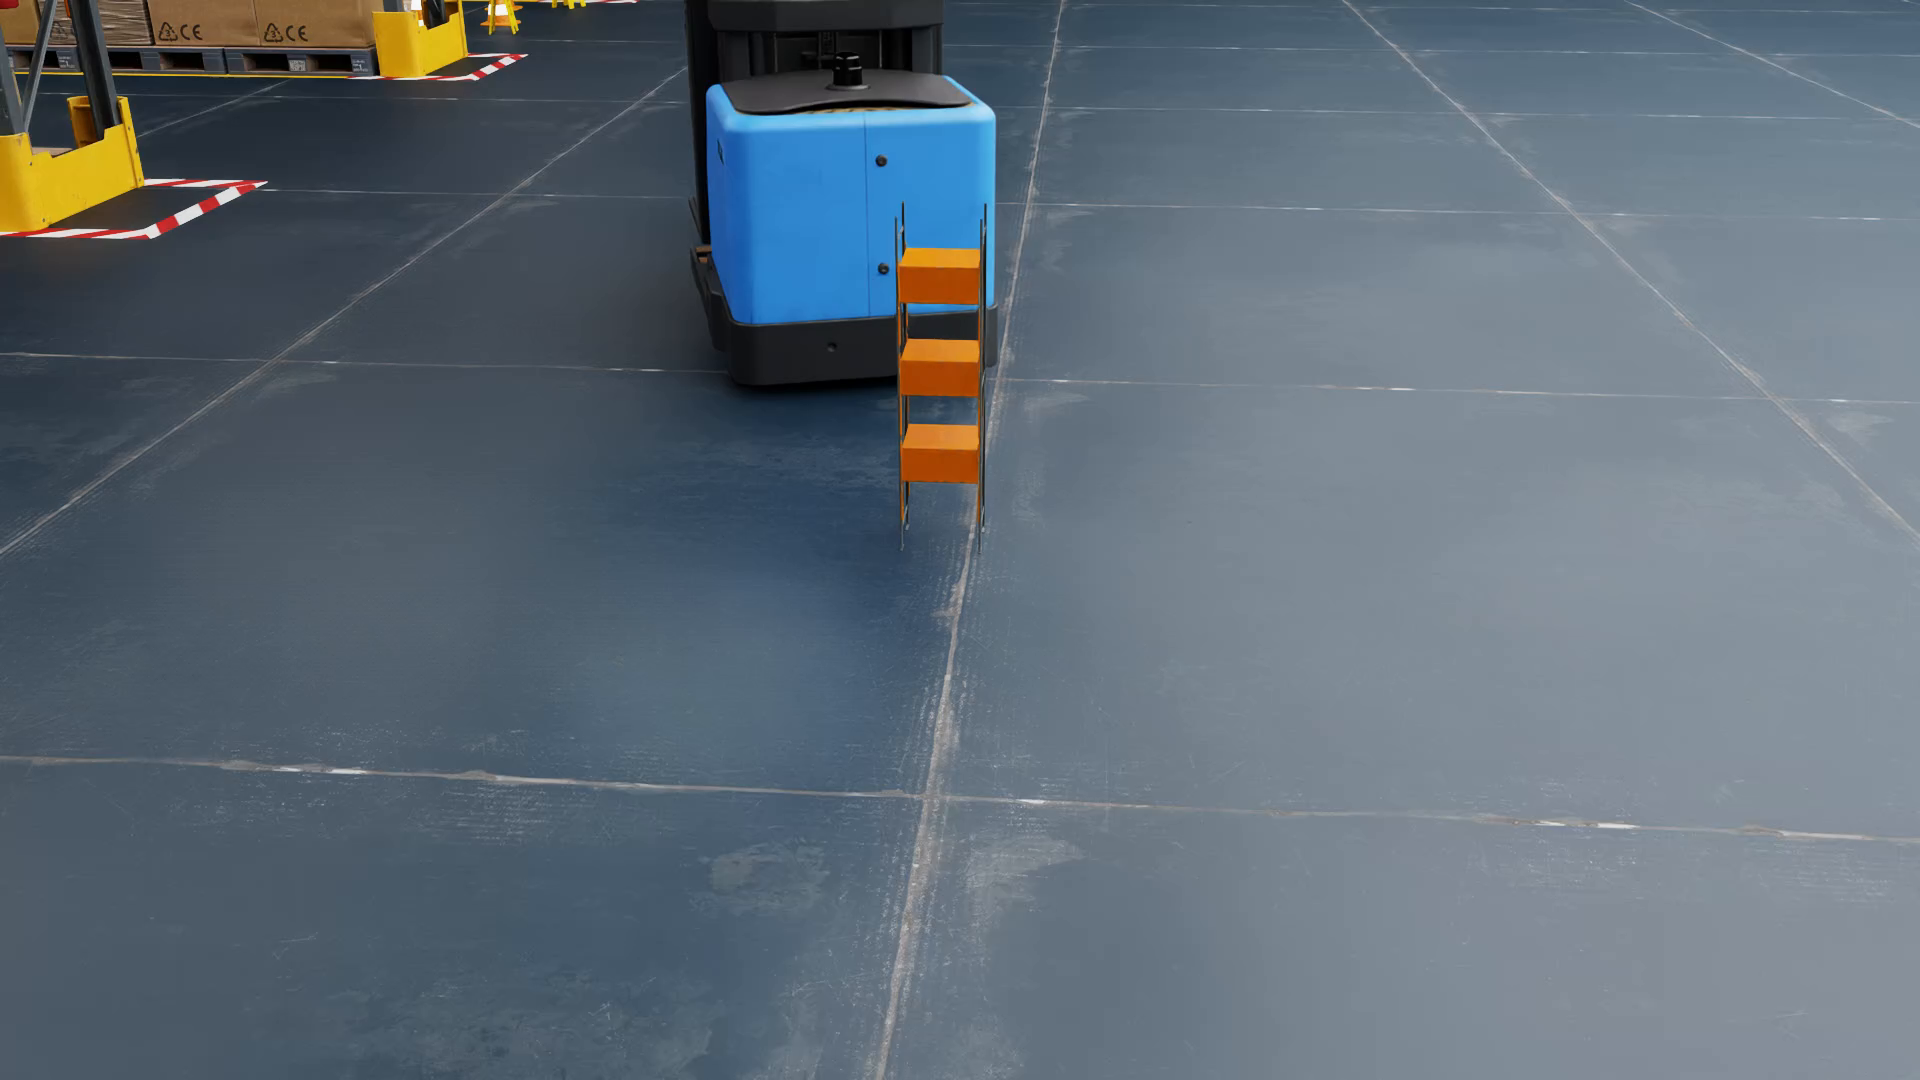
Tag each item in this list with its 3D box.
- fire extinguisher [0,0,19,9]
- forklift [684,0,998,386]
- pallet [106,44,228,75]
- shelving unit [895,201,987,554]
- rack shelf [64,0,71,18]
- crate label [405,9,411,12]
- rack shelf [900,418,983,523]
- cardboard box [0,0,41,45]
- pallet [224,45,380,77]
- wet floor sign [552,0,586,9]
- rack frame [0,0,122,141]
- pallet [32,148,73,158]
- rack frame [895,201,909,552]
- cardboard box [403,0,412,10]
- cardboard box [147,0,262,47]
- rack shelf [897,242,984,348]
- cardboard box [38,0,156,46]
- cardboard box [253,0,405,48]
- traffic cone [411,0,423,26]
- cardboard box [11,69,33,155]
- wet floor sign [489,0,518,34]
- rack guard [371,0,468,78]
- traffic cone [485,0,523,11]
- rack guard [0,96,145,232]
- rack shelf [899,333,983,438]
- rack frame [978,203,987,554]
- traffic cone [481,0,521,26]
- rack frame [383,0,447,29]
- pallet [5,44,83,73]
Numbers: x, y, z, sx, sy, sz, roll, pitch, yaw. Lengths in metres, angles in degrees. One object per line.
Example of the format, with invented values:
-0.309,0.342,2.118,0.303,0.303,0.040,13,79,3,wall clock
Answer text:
-4.859,-3.003,8.281,0.183,0.674,0.296,2,25,4,fire extinguisher
-0.672,-2.513,7.205,1.130,2.935,3.031,-5,25,-11,forklift
-6.474,-4.064,13.830,1.213,0.211,1.003,2,25,4,pallet
-0.053,-0.479,5.034,0.252,1.050,0.215,2,25,4,shelving unit
-6.932,-2.971,8.979,4.000,0.370,1.077,2,25,4,rack shelf
-5.241,-5.066,16.095,0.298,0.136,0.250,-11,27,-23,crate label
-0.053,-0.217,5.155,0.240,0.259,0.215,2,25,4,rack shelf
-7.824,-4.602,13.703,0.875,0.875,0.875,2,25,5,cardboard box
-5.260,-4.024,13.743,1.213,0.211,1.003,2,25,4,pallet
-4.072,-5.843,17.176,0.232,0.644,0.267,11,27,22,wet floor sign
-4.938,-3.234,8.690,0.127,3.000,1.000,2,25,4,rack frame
-5.821,-2.010,9.366,1.213,0.211,1.003,2,25,4,pallet
-0.175,-0.483,5.043,0.008,1.050,0.200,2,25,4,rack frame
-5.640,-5.269,16.523,0.250,0.149,0.380,16,29,31,cardboard box
-6.016,-4.545,13.578,0.875,0.875,0.875,1,25,3,cardboard box
-0.053,-0.727,4.920,0.240,0.259,0.215,2,25,4,rack shelf
-6.925,-4.575,13.644,0.875,0.875,0.875,2,25,4,cardboard box
-5.138,-4.518,13.519,0.875,0.875,0.875,2,25,4,cardboard box
-4.878,-4.754,15.029,0.334,0.463,0.336,2,25,4,traffic cone
-5.559,-2.316,9.183,0.500,0.500,0.500,6,25,14,cardboard box
-4.277,-5.053,15.459,0.232,0.644,0.267,-2,25,-5,wet floor sign
-4.433,-4.162,13.696,0.348,0.500,1.175,2,25,4,rack guard
-4.707,-5.688,17.058,0.334,0.463,0.336,2,25,4,traffic cone
-5.013,-2.101,9.218,0.348,0.500,1.175,2,25,4,rack guard
-0.053,-0.469,5.039,0.240,0.259,0.215,2,25,4,rack shelf
0.068,-0.475,5.026,0.008,1.050,0.200,2,25,4,rack frame
-4.453,-5.214,16.029,0.334,0.463,0.336,2,25,4,traffic cone
-4.457,-5.298,13.175,0.127,3.000,1.000,2,25,4,rack frame
-7.693,-4.102,13.913,1.213,0.211,1.003,2,25,4,pallet
